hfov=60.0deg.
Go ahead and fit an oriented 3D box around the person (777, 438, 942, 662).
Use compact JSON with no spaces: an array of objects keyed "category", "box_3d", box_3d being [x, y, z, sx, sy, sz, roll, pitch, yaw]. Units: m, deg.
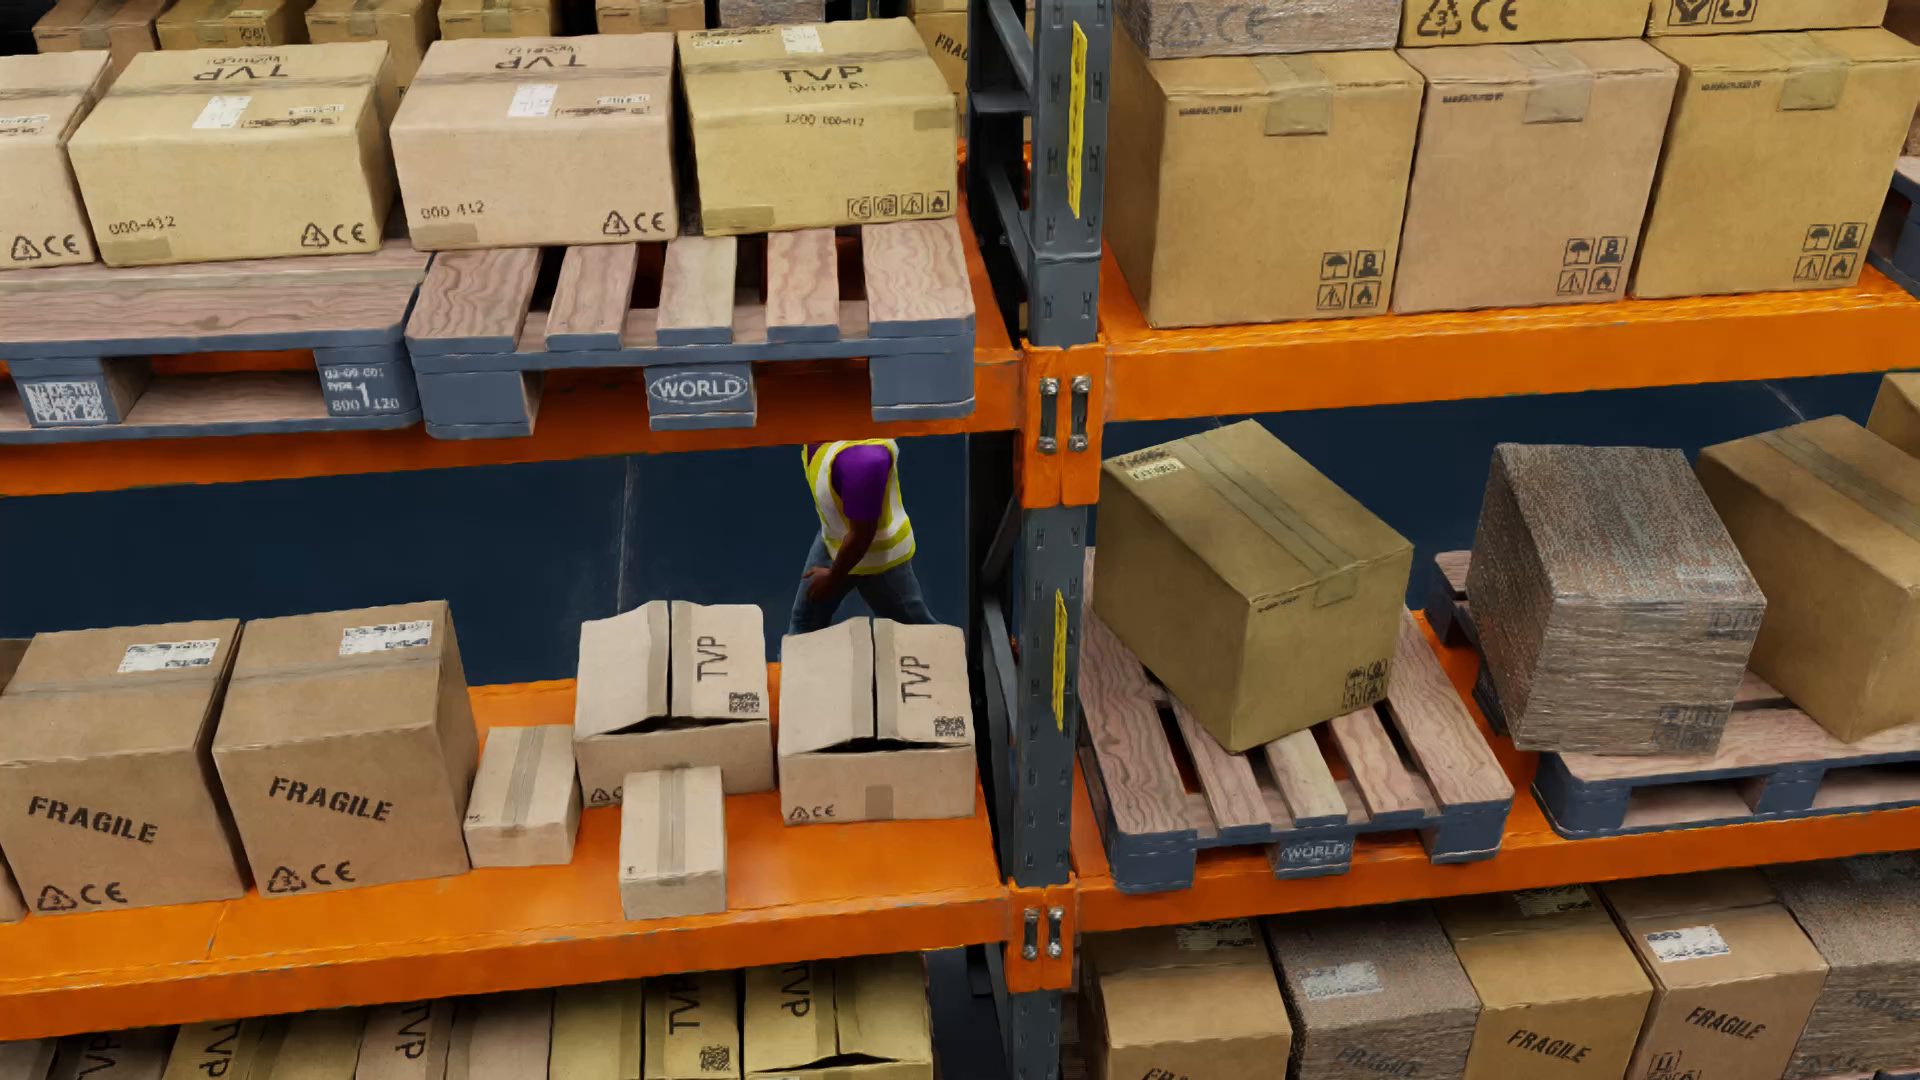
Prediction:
[{"category":"person","box_3d":[-0.423,0.009,6.107,1.041,1.707,0.584,-11,36,-16]}]
